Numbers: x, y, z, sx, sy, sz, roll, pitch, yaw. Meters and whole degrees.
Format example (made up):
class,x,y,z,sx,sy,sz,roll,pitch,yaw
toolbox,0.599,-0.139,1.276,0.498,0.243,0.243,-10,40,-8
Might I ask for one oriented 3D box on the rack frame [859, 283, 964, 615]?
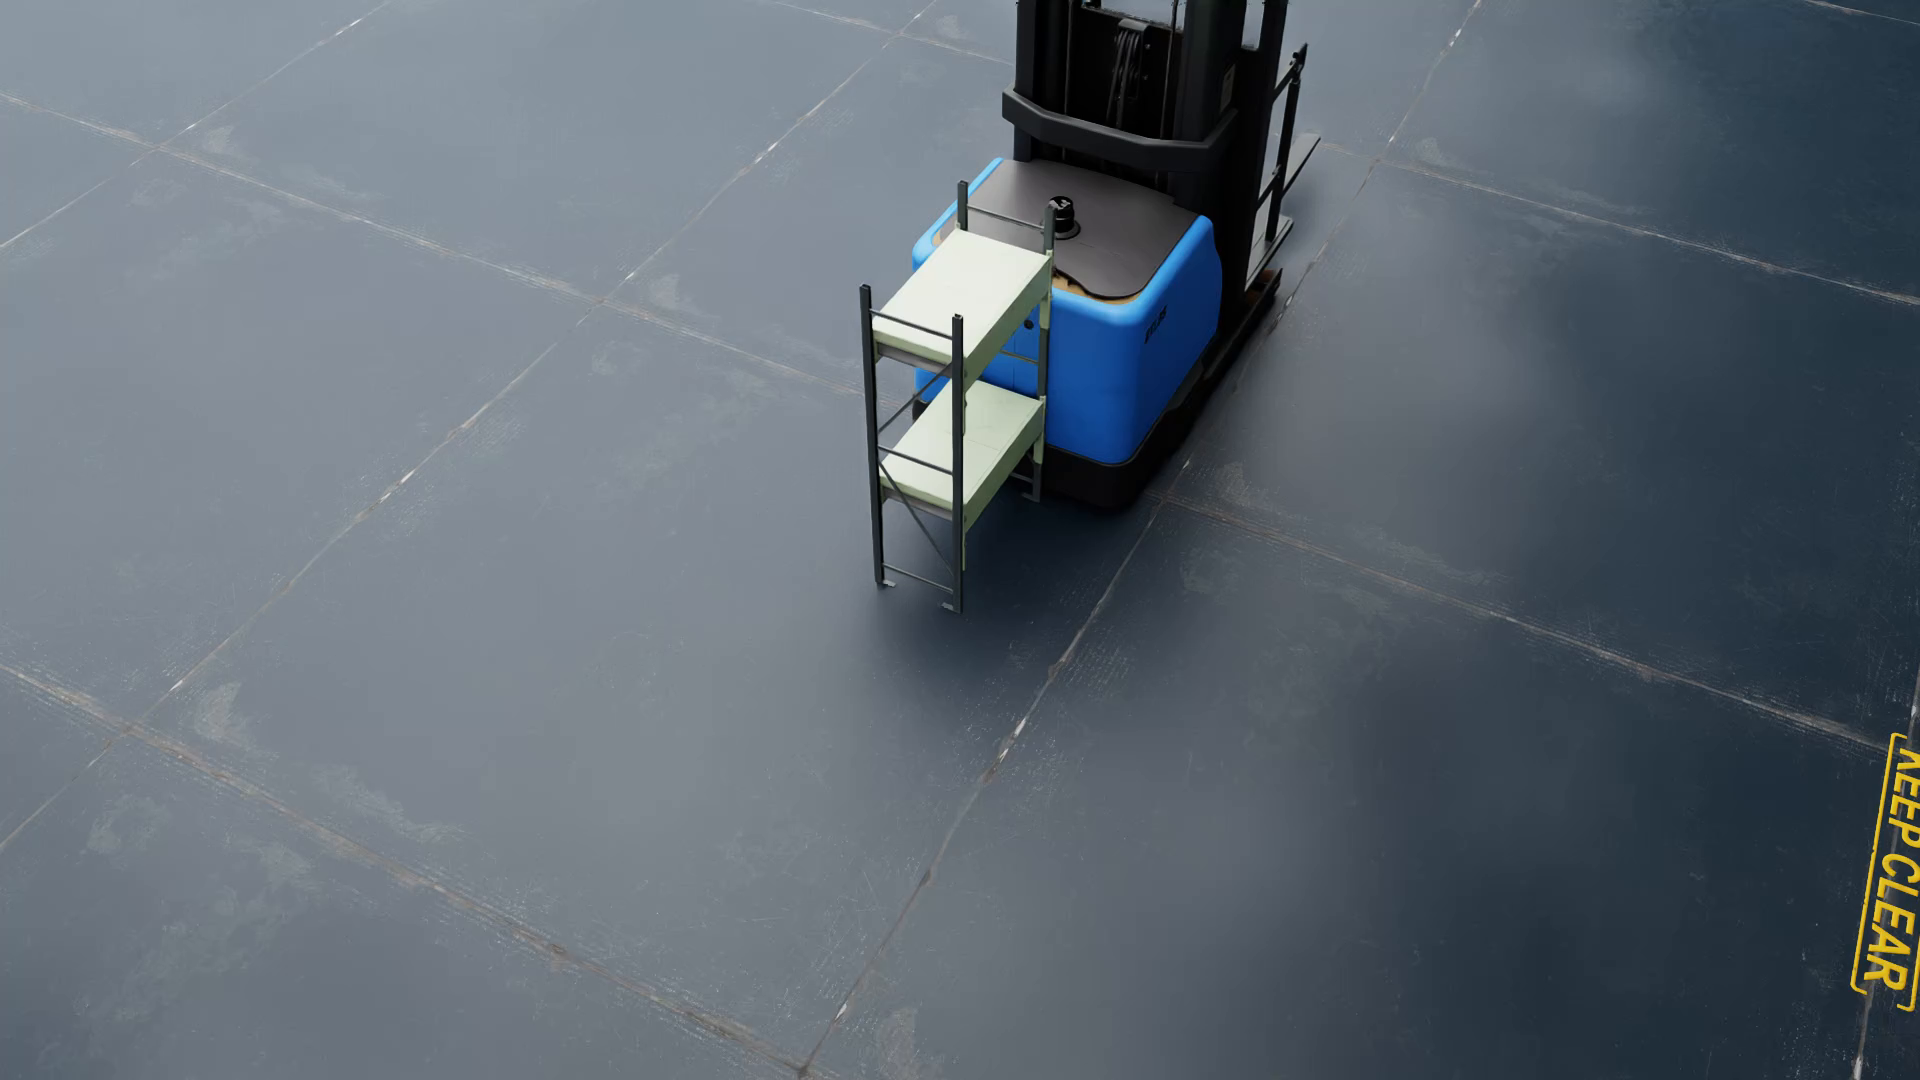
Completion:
class,x,y,z,sx,sy,sz,roll,pitch,yaw
rack frame,-0.170,-0.298,6.270,0.400,1.500,0.023,21,49,19

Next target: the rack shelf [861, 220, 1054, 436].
class,x,y,z,sx,sy,sz,roll,pitch,yaw
rack shelf,0.001,-0.803,6.220,0.431,0.370,0.720,21,49,19

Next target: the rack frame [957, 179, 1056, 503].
class,x,y,z,sx,sy,sz,roll,pitch,yaw
rack frame,0.172,-0.759,6.726,0.400,1.500,0.023,21,49,19

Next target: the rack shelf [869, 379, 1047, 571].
class,x,y,z,sx,sy,sz,roll,pitch,yaw
rack shelf,0.001,-0.300,6.730,0.431,0.370,0.720,21,49,19

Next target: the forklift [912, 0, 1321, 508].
class,x,y,z,sx,sy,sz,roll,pitch,yaw
forklift,0.923,-2.216,7.159,1.130,2.935,3.031,21,49,19

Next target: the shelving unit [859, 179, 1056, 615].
class,x,y,z,sx,sy,sz,roll,pitch,yaw
shelving unit,0.001,-0.529,6.498,0.431,1.500,0.755,21,49,19
